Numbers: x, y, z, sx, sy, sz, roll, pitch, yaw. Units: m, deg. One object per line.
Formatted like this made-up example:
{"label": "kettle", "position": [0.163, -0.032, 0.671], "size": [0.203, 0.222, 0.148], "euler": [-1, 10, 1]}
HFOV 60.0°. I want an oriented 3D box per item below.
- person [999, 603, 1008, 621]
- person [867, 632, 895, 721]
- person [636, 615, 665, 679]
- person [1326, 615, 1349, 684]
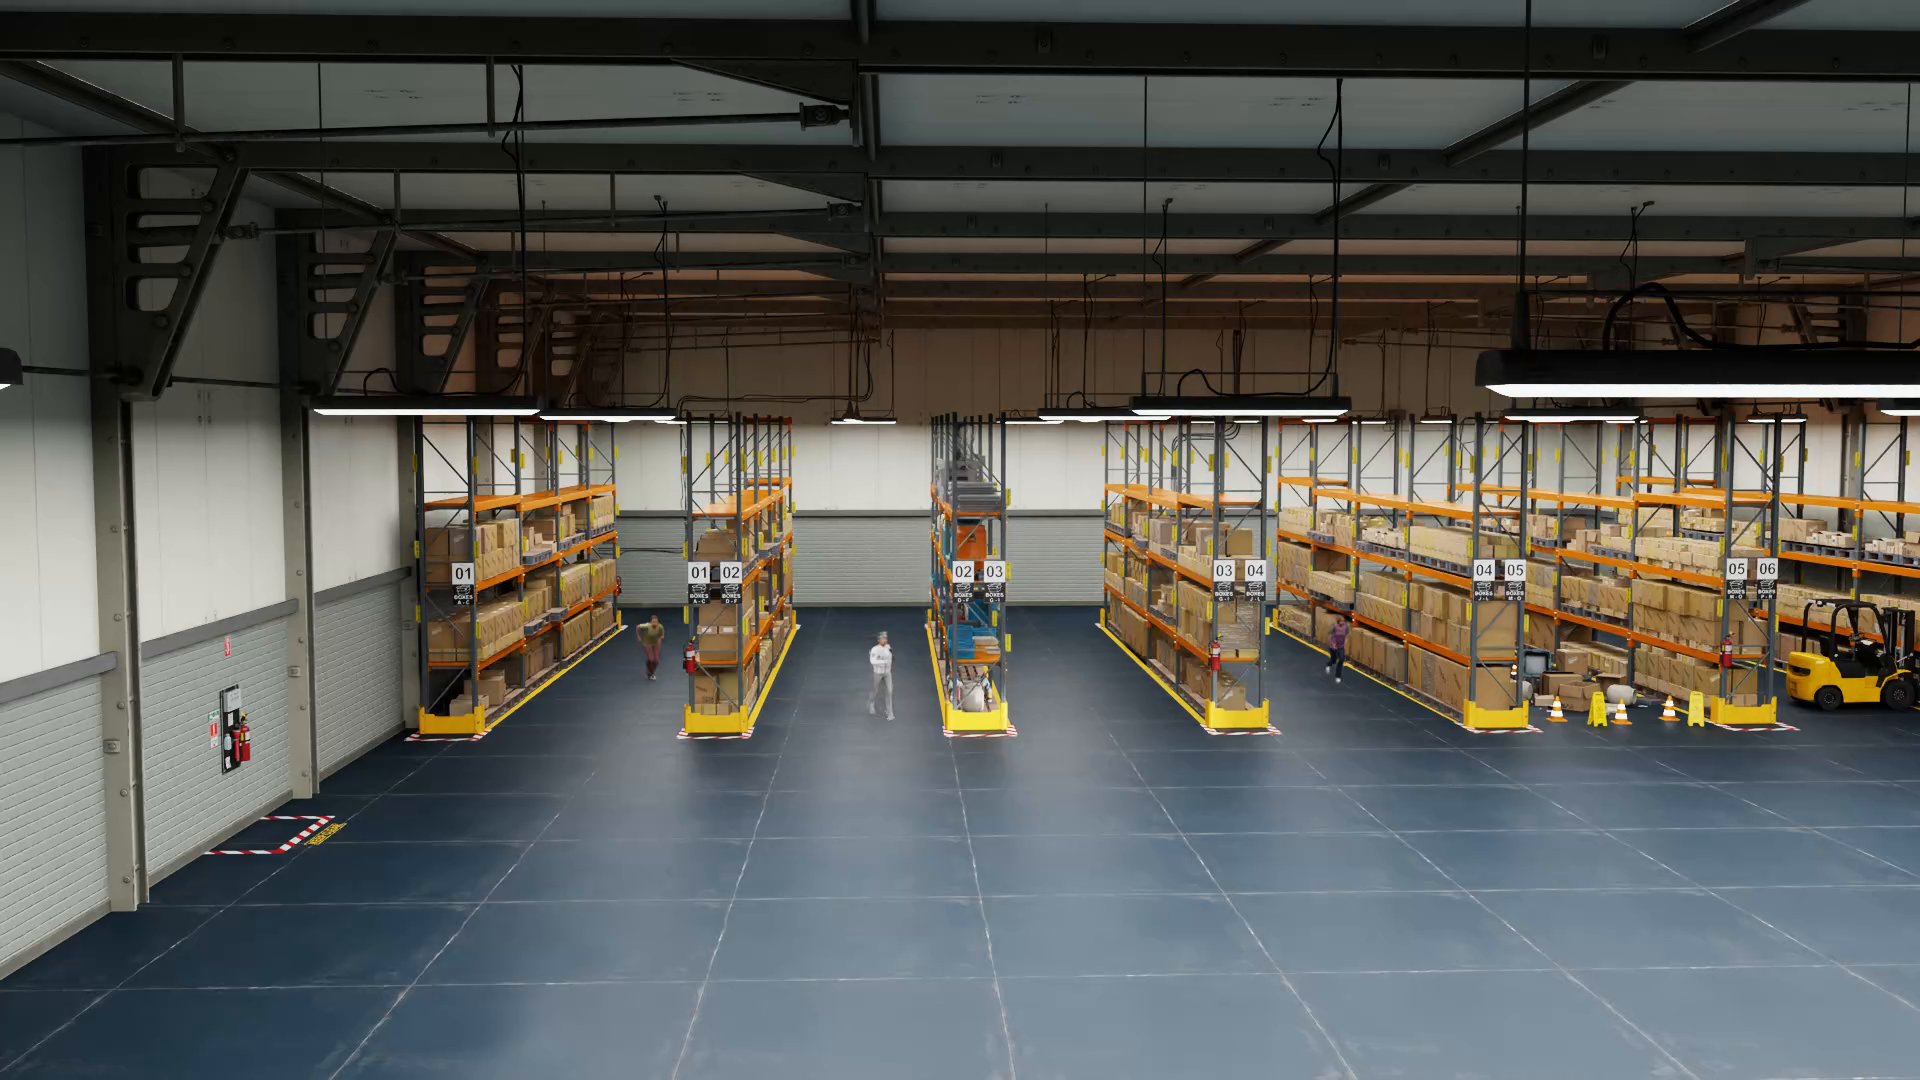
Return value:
{"label": "person", "position": [0.992, 1.532, 48.900], "size": [0.766, 1.775, 0.898], "euler": [1, 4, 17]}
{"label": "person", "position": [-1.548, 2.637, 32.645], "size": [0.589, 1.720, 0.883], "euler": [-2, 5, -30]}
{"label": "person", "position": [-6.982, 2.421, 37.528], "size": [0.605, 1.503, 0.806], "euler": [-2, 4, -24]}
{"label": "person", "position": [8.460, 2.429, 37.475], "size": [0.559, 1.548, 0.894], "euler": [-1, 4, -13]}
